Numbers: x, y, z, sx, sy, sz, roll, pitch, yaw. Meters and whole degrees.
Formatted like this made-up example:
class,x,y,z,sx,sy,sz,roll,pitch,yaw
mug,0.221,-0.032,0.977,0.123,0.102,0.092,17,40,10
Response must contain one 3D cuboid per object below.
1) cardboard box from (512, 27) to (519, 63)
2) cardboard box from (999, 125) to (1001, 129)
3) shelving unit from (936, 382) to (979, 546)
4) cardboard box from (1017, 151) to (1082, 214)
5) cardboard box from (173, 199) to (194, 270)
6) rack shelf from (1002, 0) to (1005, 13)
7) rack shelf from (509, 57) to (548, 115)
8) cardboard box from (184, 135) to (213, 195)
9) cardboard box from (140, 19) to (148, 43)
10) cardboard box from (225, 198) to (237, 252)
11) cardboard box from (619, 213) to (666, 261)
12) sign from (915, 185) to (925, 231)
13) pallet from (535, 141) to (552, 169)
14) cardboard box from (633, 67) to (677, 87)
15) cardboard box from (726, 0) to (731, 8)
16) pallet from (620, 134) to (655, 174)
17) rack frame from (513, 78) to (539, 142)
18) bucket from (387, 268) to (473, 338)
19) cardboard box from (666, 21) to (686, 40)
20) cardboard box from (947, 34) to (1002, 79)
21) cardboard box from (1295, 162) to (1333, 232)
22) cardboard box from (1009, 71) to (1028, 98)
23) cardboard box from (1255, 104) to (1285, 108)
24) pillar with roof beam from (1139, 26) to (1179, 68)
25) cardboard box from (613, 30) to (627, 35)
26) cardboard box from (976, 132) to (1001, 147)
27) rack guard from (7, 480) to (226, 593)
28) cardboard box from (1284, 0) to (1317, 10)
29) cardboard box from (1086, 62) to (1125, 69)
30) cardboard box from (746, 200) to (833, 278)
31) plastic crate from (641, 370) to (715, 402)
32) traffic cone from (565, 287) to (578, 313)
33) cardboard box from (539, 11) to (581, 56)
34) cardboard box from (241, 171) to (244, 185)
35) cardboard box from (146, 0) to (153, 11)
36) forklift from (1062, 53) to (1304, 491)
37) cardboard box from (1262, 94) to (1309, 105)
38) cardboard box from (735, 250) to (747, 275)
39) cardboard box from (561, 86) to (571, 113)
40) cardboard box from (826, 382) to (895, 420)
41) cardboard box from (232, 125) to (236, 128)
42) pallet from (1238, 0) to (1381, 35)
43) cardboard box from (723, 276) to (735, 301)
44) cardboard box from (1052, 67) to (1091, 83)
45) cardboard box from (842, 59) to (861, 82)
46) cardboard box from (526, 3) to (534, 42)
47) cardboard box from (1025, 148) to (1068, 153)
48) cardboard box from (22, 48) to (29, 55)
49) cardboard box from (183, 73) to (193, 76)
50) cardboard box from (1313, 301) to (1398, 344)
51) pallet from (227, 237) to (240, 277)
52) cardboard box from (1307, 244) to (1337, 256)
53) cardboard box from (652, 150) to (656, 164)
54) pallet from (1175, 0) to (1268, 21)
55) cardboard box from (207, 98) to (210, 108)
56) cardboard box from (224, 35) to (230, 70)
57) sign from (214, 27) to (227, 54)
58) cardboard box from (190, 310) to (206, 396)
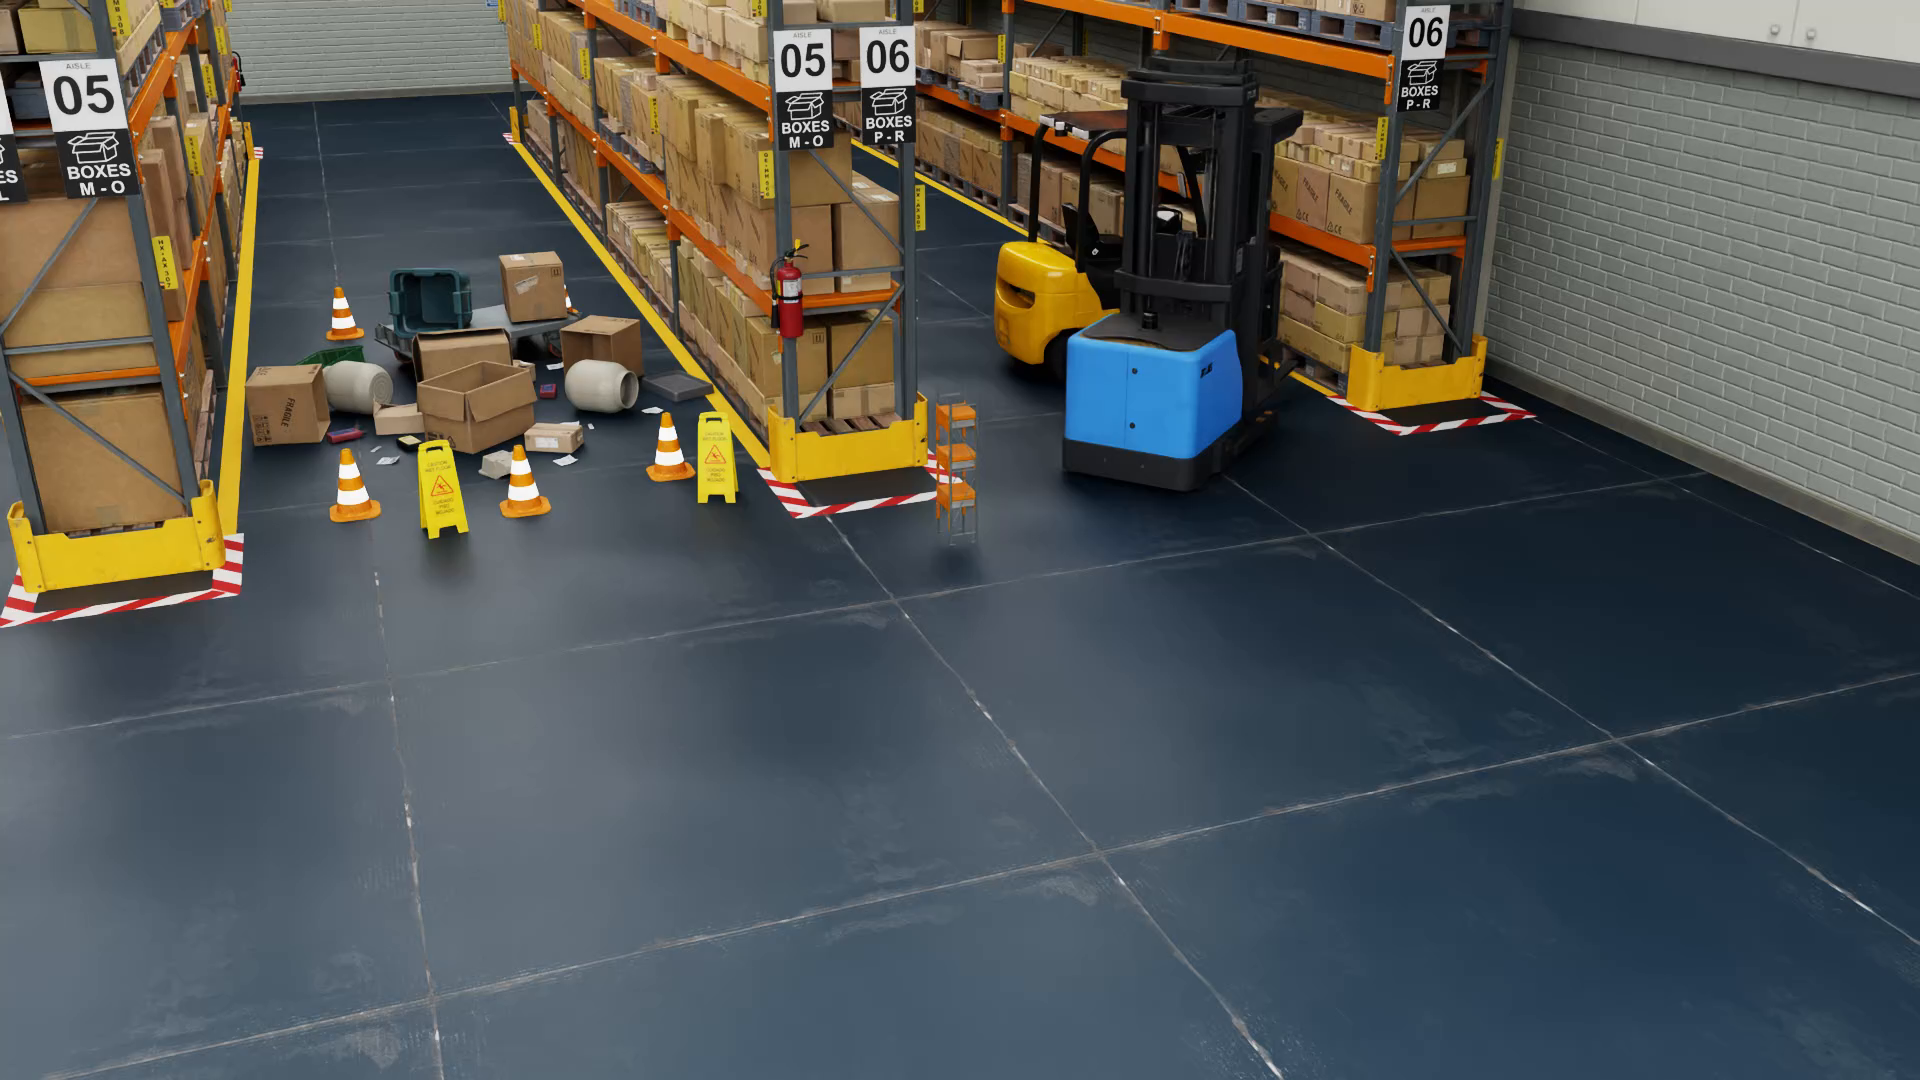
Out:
class,x,y,z,sx,sy,sz,roll,pitch,yaw
cardboard box,-6.352,-7.373,24.753,0.500,0.500,0.500,-9,24,-20
cardboard box,0.740,-5.449,22.158,0.380,0.149,0.250,-9,24,-20
shelving unit,-0.019,-0.503,11.092,0.215,1.050,0.252,-8,24,-19
cardboard box,1.218,-4.367,20.267,0.875,0.625,0.625,-8,24,-17
cardboard box,-6.457,-2.385,12.853,0.875,0.550,0.550,-8,24,-19
rack shelf,0.304,-7.274,21.711,1.077,0.370,4.000,-8,24,-19
rack shelf,-5.751,-6.663,24.122,1.077,0.370,4.000,-8,24,-19
cardboard box,-7.280,-3.469,15.489,0.500,0.500,0.500,-8,24,-18
cardboard box,-5.846,-3.508,11.503,0.380,0.149,0.250,-8,24,-19
cardboard box,-8.238,-3.432,18.208,0.500,0.500,0.500,-9,25,-21
cardboard box,-3.173,-3.323,18.115,0.950,0.372,0.625,-9,24,-20
sign,-0.298,-2.381,11.922,0.100,0.325,0.005,-8,24,-19
pallet,-5.675,-5.714,24.535,1.003,0.211,1.213,-8,24,-19
cardboard box,-2.967,-4.518,16.220,0.380,0.149,0.250,-9,25,-21
cardboard box,-1.553,-4.101,12.552,0.380,0.149,0.250,-9,24,-21
pallet,-2.894,-4.012,17.154,1.003,0.211,1.213,-8,24,-19
rack frame,-6.458,-7.721,25.707,1.000,3.000,0.127,-8,24,-19
bucket,-4.609,-2.104,14.637,0.726,0.611,0.620,0,13,-1
cardboard box,-2.300,-4.377,14.235,0.380,0.149,0.250,-8,24,-19
cardboard box,0.261,-6.305,21.675,0.797,0.503,0.637,-9,24,-20
cardboard box,3.243,-2.969,14.302,0.500,0.500,0.500,-8,24,-17
cardboard box,0.916,-5.460,19.891,0.500,0.250,0.500,-8,24,-19
cardboard box,2.788,-3.912,15.322,0.380,0.149,0.250,-8,24,-19
pillar with roof beam,-1.713,-7.320,17.032,9.100,9.000,0.400,-8,24,-19
cardboard box,-3.761,-5.713,19.526,0.500,0.500,0.500,-8,24,-19
cardboard box,0.422,-5.179,21.517,0.380,0.149,0.250,-9,25,-21
rack guard,-5.392,-0.031,10.680,1.175,0.500,0.348,-8,24,-19
cardboard box,3.184,-4.771,14.047,0.700,0.500,0.500,-8,24,-19
cardboard box,1.698,-5.489,19.448,0.380,0.149,0.250,-9,24,-20
cardboard box,-1.255,-2.250,12.215,0.500,0.500,0.500,-9,24,-20
plastic crate,-2.431,-1.333,14.309,0.402,0.080,0.583,-18,29,-37
traffic cone,-3.966,-2.450,16.468,0.336,0.463,0.334,-8,24,-19
cardboard box,-5.158,-6.575,21.572,0.500,0.500,0.500,-8,24,-18
cardboard box,-9.562,-4.705,21.680,0.380,0.149,0.250,-8,24,-17
cardboard box,-6.221,-4.007,12.174,0.500,0.250,0.500,-8,24,-19
forklift,1.902,-2.233,12.774,1.130,2.935,3.031,12,26,26
cardboard box,3.122,-4.177,15.952,0.380,0.149,0.250,-9,24,-20
cardboard box,-1.521,-2.161,12.837,0.380,0.149,0.250,-8,24,-18
cardboard box,-4.618,-5.443,20.496,0.500,0.250,0.500,-9,24,-20
cardboard box,-0.832,-1.165,13.151,0.500,0.250,0.500,-9,24,-19
cardboard box,-10.351,-5.723,23.330,0.380,0.149,0.250,-9,25,-21
pallet,3.176,-4.636,14.639,1.003,0.211,1.213,-8,24,-19
cardboard box,-1.702,-2.046,13.440,0.380,0.149,0.250,-7,24,-17
cardboard box,1.279,-5.318,19.042,0.380,0.149,0.250,-8,24,-18
cardboard box,-0.619,-3.339,11.771,0.380,0.149,0.250,-8,24,-19
cardboard box,-5.641,-7.094,22.802,0.500,0.500,0.500,-9,24,-20
cardboard box,1.124,-4.730,21.288,0.500,0.500,0.500,-7,24,-17
cardboard box,-6.195,-3.142,10.634,0.380,0.149,0.250,-9,24,-20
cardboard box,-8.675,-5.122,18.557,0.380,0.149,0.250,-8,24,-17
cardboard box,3.372,-1.881,14.206,0.500,0.250,0.500,-9,24,-20
pallet,-8.501,-3.098,18.327,1.003,0.211,1.213,-8,24,-19
cardboard box,3.498,-2.542,15.131,0.500,0.250,0.500,-9,24,-19
cardboard box,-2.735,-3.686,15.916,0.380,0.149,0.250,-9,25,-21
pallet,2.749,-5.078,15.689,1.003,0.211,1.213,-8,24,-19
cardboard box,-8.851,-5.039,19.127,0.380,0.149,0.250,-7,24,-17
cardboard box,-10.122,-6.507,22.315,0.500,0.500,0.500,-7,24,-16
sign,-9.122,-6.163,20.519,0.100,0.325,0.005,-8,24,-19
cardboard box,-6.657,-1.621,13.429,0.875,0.875,0.875,-8,24,-18
